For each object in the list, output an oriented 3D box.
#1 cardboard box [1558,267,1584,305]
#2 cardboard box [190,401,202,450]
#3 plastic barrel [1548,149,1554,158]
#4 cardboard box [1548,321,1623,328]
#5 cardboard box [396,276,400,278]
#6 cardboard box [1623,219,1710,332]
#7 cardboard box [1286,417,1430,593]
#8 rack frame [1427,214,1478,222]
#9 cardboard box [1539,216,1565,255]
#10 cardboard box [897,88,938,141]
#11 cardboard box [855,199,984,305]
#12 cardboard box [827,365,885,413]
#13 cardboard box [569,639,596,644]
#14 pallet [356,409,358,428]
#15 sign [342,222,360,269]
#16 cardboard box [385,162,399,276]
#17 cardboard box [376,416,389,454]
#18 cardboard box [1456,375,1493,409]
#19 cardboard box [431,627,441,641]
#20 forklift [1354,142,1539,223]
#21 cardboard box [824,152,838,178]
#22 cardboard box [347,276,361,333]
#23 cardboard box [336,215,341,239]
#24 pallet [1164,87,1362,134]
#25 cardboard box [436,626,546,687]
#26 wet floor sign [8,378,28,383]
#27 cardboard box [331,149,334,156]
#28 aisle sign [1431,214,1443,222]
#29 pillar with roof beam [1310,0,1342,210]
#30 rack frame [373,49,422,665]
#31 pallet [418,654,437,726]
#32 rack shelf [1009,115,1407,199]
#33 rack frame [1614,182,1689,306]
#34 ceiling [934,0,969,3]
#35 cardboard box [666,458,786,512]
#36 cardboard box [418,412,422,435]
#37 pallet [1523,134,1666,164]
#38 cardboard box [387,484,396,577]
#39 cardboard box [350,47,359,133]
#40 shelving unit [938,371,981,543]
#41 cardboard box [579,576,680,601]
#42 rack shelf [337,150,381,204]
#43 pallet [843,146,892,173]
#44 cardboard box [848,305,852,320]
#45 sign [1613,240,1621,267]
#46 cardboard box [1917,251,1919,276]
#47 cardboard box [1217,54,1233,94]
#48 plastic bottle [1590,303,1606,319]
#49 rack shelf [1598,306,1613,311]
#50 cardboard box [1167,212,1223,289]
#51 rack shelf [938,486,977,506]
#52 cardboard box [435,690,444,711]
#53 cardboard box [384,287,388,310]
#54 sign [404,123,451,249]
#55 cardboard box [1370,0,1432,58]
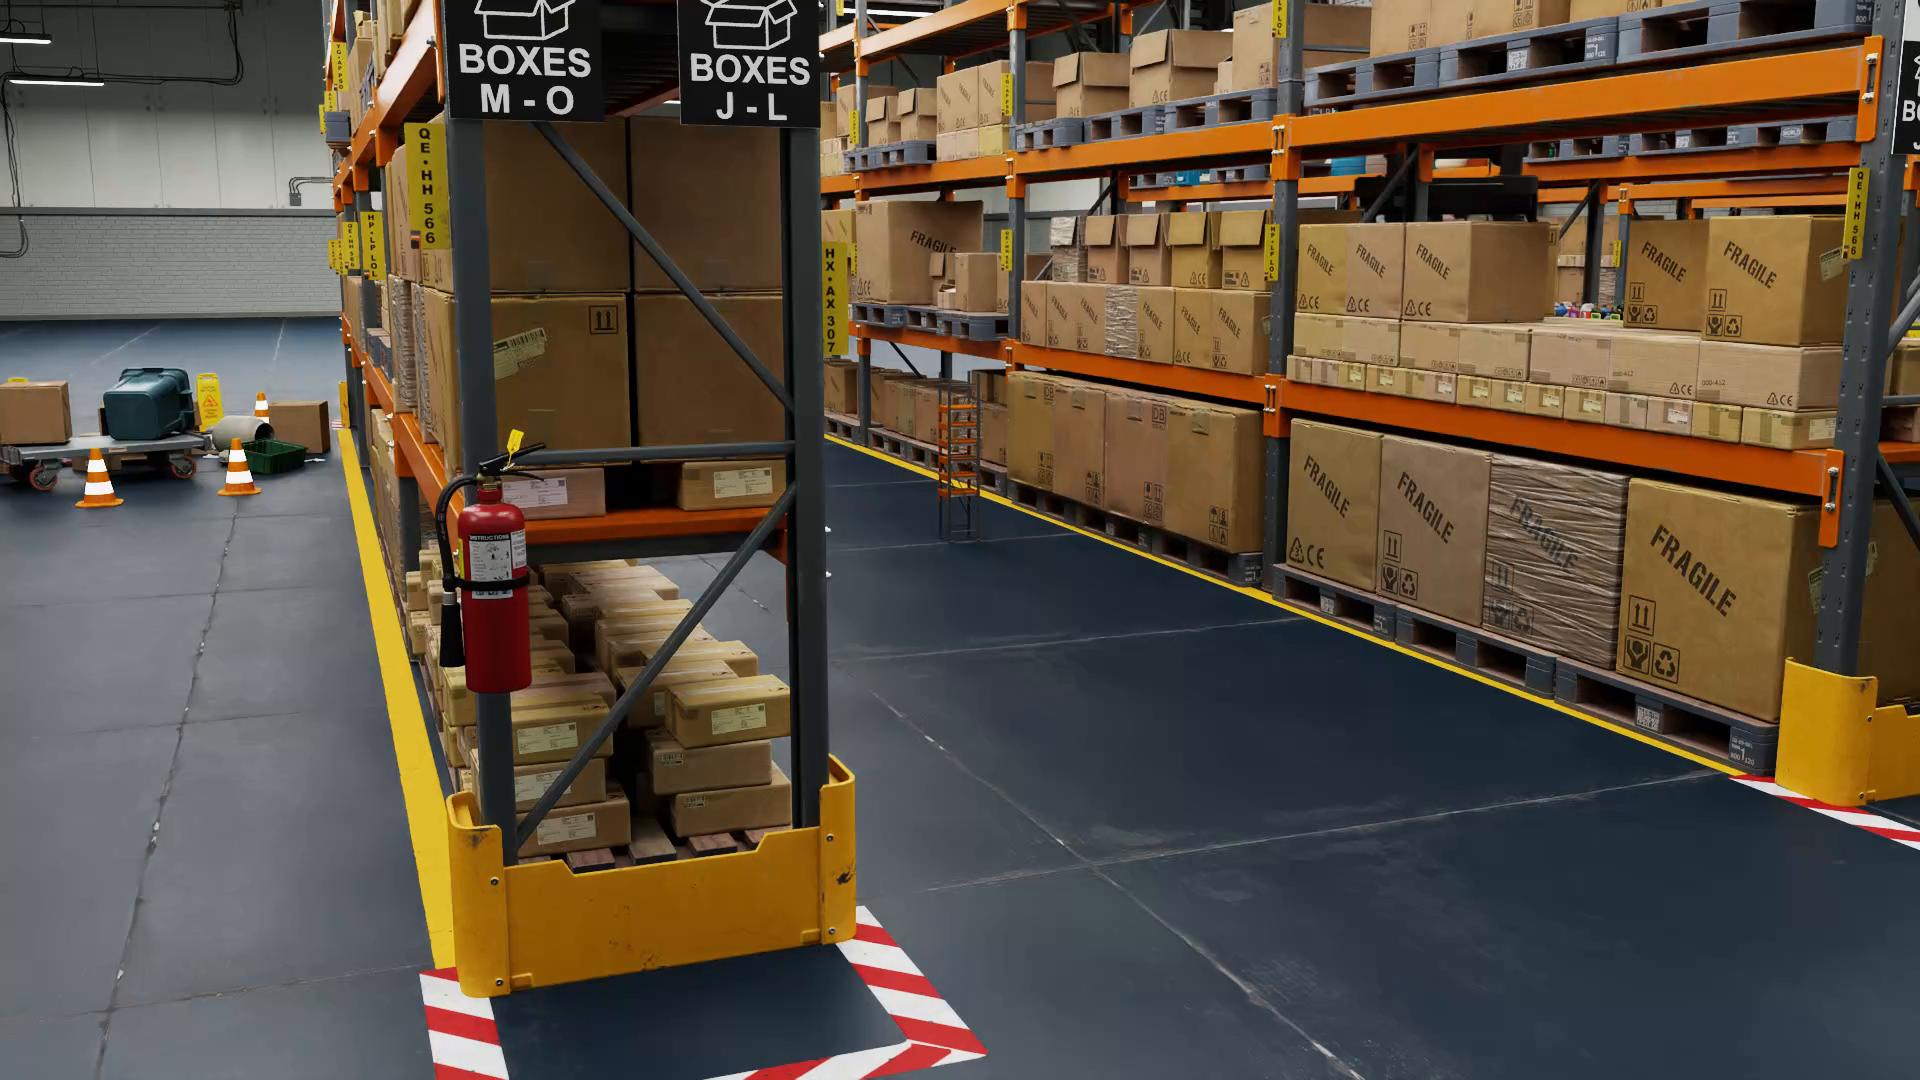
[{"bbox_3d":[8.303,-3.330,21.788,0.700,0.500,0.500,-4,11,-21],"label":"cardboard box"},{"bbox_3d":[-8.258,-1.163,17.024,0.637,0.503,0.797,5,11,28],"label":"cardboard box"},{"bbox_3d":[5.361,-3.593,15.435,0.294,0.245,0.294,0,10,0],"label":"plastic barrel"},{"bbox_3d":[3.291,-0.955,8.305,0.500,0.250,0.500,-4,11,-22],"label":"cardboard box"},{"bbox_3d":[-2.198,-0.909,7.330,0.500,0.500,0.500,-4,11,-21],"label":"cardboard box"},{"bbox_3d":[3.484,-1.239,7.758,0.500,0.500,0.500,-4,11,-22],"label":"cardboard box"},{"bbox_3d":[2.496,-0.237,9.553,0.875,0.875,0.875,-4,11,-21],"label":"cardboard box"},{"bbox_3d":[7.217,-3.776,24.580,1.000,3.000,0.127,-4,11,-21],"label":"rack frame"},{"bbox_3d":[8.135,-4.047,22.116,0.700,0.500,0.500,-4,11,-21],"label":"cardboard box"},{"bbox_3d":[-0.147,-3.992,15.740,0.797,0.503,0.637,-3,11,-19],"label":"cardboard box"},{"bbox_3d":[-0.410,-2.858,16.511,1.000,1.000,1.000,-4,11,-21],"label":"cardboard box"},{"bbox_3d":[-1.188,-1.728,19.007,0.500,0.500,0.500,-5,11,-26],"label":"cardboard box"},{"bbox_3d":[-1.449,0.456,6.884,0.380,0.149,0.250,-3,11,-18],"label":"cardboard box"},{"bbox_3d":[-6.314,-1.351,18.911,1.003,0.211,1.213,-4,11,-21],"label":"pallet"},{"bbox_3d":[-4.294,-2.078,11.729,0.100,0.325,0.005,-4,11,-21],"label":"sign"},{"bbox_3d":[-2.392,-1.489,7.738,0.500,0.500,0.500,-4,11,-20],"label":"cardboard box"},{"bbox_3d":[-3.570,-0.678,10.964,0.500,0.250,0.500,-4,11,-22],"label":"cardboard box"},{"bbox_3d":[2.695,-0.741,8.240,0.380,0.149,0.250,-4,11,-23],"label":"cardboard box"},{"bbox_3d":[-1.993,0.448,6.927,0.380,0.149,0.250,-4,11,-21],"label":"cardboard box"},{"bbox_3d":[3.122,-1.288,10.790,1.130,2.935,3.031,4,11,19],"label":"forklift"},{"bbox_3d":[-1.156,-4.041,17.938,0.500,0.250,0.500,-4,11,-19],"label":"cardboard box"},{"bbox_3d":[-5.287,-2.143,15.115,0.500,0.500,0.500,-4,11,-20],"label":"cardboard box"},{"bbox_3d":[-6.217,-3.208,17.877,0.875,0.550,0.550,-4,11,-21],"label":"cardboard box"},{"bbox_3d":[1.953,-2.718,10.616,0.805,0.209,1.217,-4,11,-23],"label":"pallet"},{"bbox_3d":[-1.740,0.431,6.177,0.380,0.149,0.250,-3,11,-19],"label":"cardboard box"},{"bbox_3d":[-10.325,-1.458,18.276,0.267,0.644,0.232,0,10,-1],"label":"wet floor sign"},{"bbox_3d":[-6.851,-4.382,18.657,0.380,0.149,0.250,-4,11,-20],"label":"cardboard box"},{"bbox_3d":[6.908,-5.047,24.304,0.394,0.787,0.004,-4,11,-21],"label":"aisle sign"},{"bbox_3d":[4.532,-8.670,34.968,9.100,9.000,0.548,-4,11,-21],"label":"pillar with roof beam"},{"bbox_3d":[-2.328,-0.890,8.361,1.000,3.000,0.127,-4,11,-21],"label":"rack frame"},{"bbox_3d":[-2.052,0.590,8.002,1.003,0.211,1.213,-4,11,-21],"label":"pallet"},{"bbox_3d":[1.607,-2.638,11.674,1.077,0.370,4.000,-4,11,-21],"label":"rack shelf"},{"bbox_3d":[8.667,-3.123,20.910,1.000,3.000,0.127,-4,11,-21],"label":"rack frame"},{"bbox_3d":[3.095,-15.256,46.295,6.000,0.001,6.000,-4,11,-21],"label":"ceiling"},{"bbox_3d":[-0.691,-0.188,5.127,0.380,0.149,0.250,-4,11,-21],"label":"cardboard box"},{"bbox_3d":[-2.099,-0.532,7.064,0.380,0.149,0.250,-4,11,-20],"label":"cardboard box"},{"bbox_3d":[5.684,-3.409,14.493,1.003,0.211,1.213,-4,11,-21],"label":"pallet"},{"bbox_3d":[-3.017,-0.055,9.603,0.500,0.500,0.500,-4,11,-22],"label":"cardboard box"},{"bbox_3d":[-3.631,-2.878,10.685,0.500,0.500,0.500,-4,11,-21],"label":"cardboard box"},{"bbox_3d":[-0.005,-0.593,11.828,0.258,1.200,0.189,-4,11,-21],"label":"shelving unit"},{"bbox_3d":[-1.416,0.263,7.118,0.380,0.149,0.250,-4,11,-23],"label":"cardboard box"},{"bbox_3d":[-4.502,-2.992,13.667,1.077,0.370,4.000,-4,11,-21],"label":"rack shelf"},{"bbox_3d":[-0.443,-3.771,16.528,1.213,0.211,1.003,-4,11,-21],"label":"pallet"},{"bbox_3d":[-1.001,-2.429,17.726,0.380,0.149,0.250,-4,11,-21],"label":"cardboard box"},{"bbox_3d":[8.150,-3.552,20.628,0.100,0.325,0.005,-4,11,-21],"label":"sign"},{"bbox_3d":[13.307,-3.833,23.132,0.500,0.500,0.500,-4,11,-22],"label":"cardboard box"},{"bbox_3d":[2.018,-3.013,10.785,0.500,0.311,0.500,-4,11,-23],"label":"cardboard box"},{"bbox_3d":[5.527,-1.907,14.410,0.061,0.283,0.133,-4,11,-21],"label":"plastic bottle"},{"bbox_3d":[7.942,-3.095,22.808,1.077,0.370,4.000,-4,11,-21],"label":"rack shelf"},{"bbox_3d":[1.854,-1.948,11.159,0.797,0.503,0.637,-4,11,-20],"label":"cardboard box"},{"bbox_3d":[-0.005,-0.313,11.878,0.258,0.103,0.180,-4,11,-21],"label":"rack shelf"},{"bbox_3d":[-1.988,0.595,6.949,0.380,0.149,0.250,-4,11,-22],"label":"cardboard box"},{"bbox_3d":[-3.590,-1.594,10.984,0.380,0.149,0.250,-4,11,-23],"label":"cardboard box"},{"bbox_3d":[-1.403,-0.931,4.382,0.100,0.325,0.005,-4,11,-21],"label":"sign"},{"bbox_3d":[2.671,-2.847,9.024,0.700,0.500,0.500,-5,11,-24],"label":"cardboard box"}]
